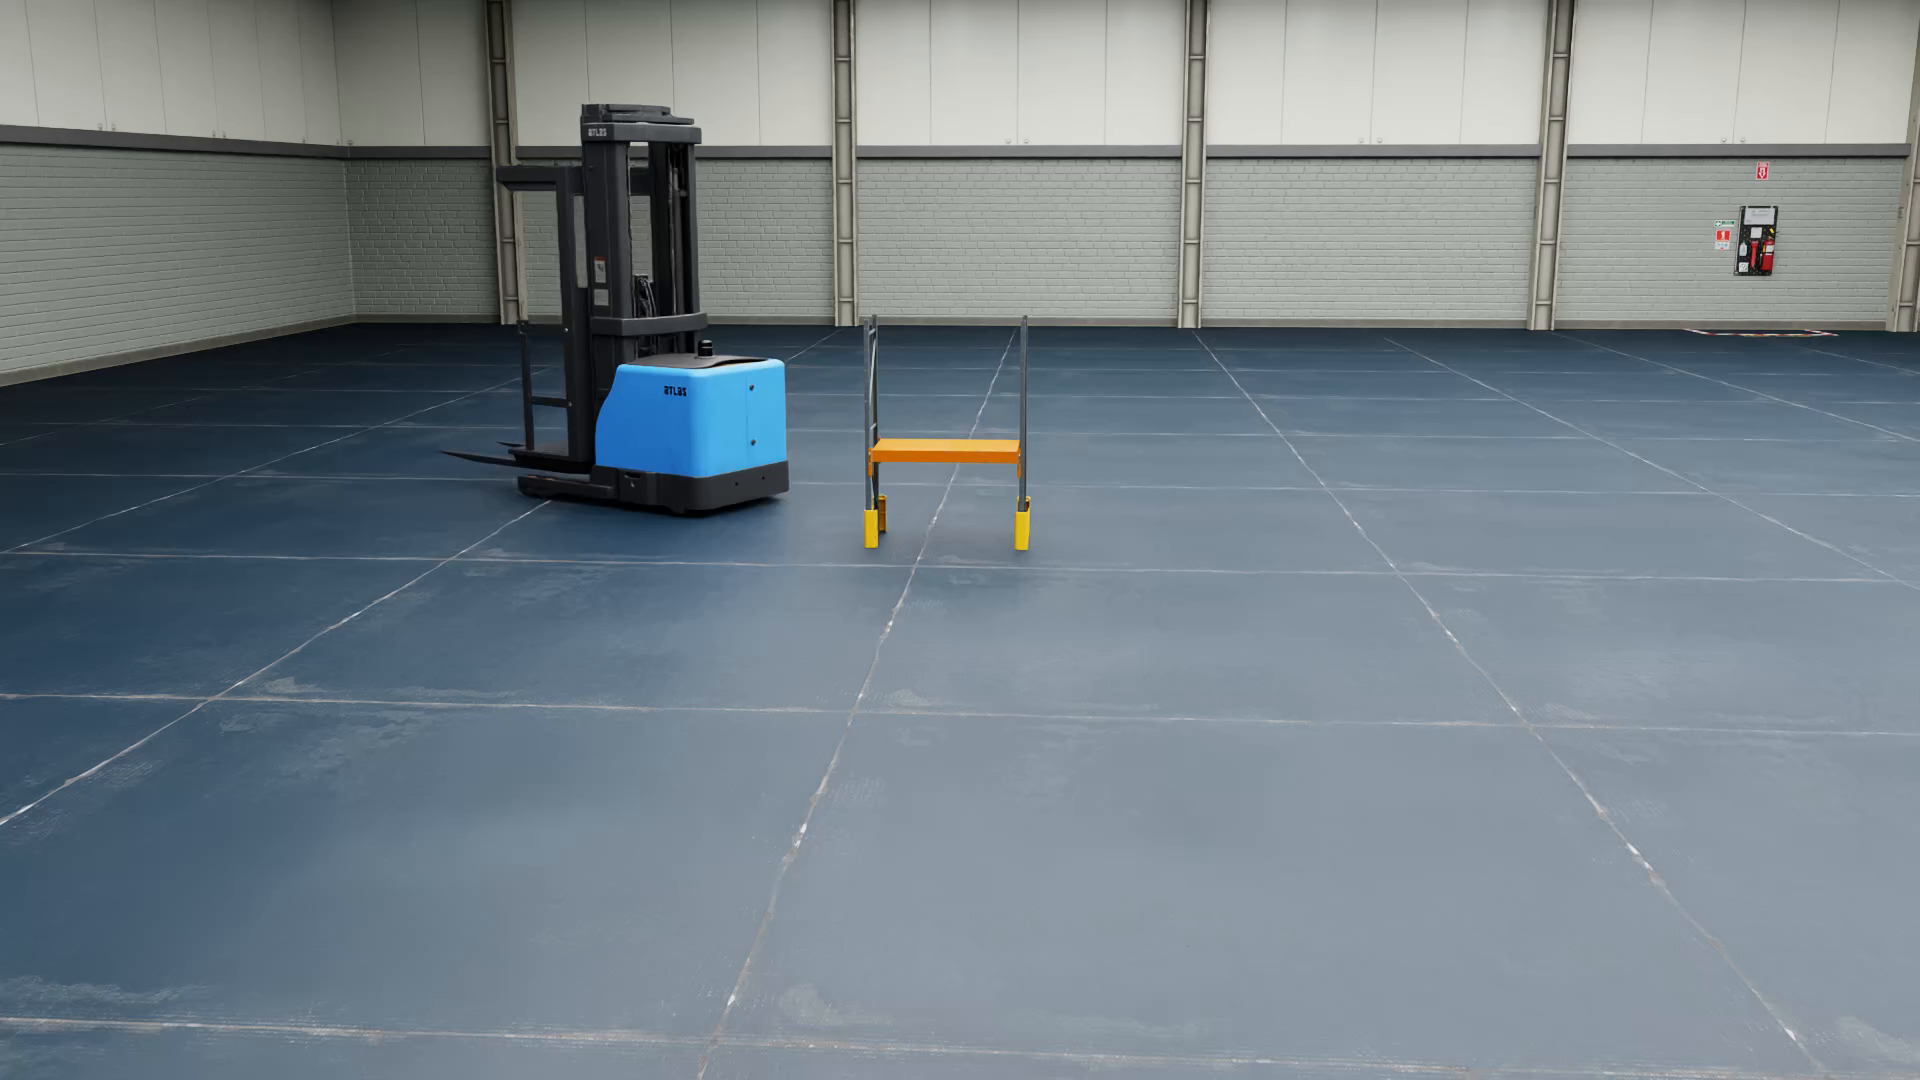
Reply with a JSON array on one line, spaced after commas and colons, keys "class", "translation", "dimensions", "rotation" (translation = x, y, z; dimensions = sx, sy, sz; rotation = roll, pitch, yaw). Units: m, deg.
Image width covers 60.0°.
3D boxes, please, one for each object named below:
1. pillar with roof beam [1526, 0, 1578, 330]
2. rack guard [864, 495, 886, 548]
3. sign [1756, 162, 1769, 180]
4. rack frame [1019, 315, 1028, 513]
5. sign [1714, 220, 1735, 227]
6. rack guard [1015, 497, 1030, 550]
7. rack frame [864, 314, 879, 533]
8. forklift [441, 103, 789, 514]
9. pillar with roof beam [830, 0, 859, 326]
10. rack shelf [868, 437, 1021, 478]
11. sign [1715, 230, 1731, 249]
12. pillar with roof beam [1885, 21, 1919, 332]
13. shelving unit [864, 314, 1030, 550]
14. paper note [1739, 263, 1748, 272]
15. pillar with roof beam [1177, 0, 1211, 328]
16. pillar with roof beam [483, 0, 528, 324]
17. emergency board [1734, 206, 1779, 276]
[{"class": "pillar with roof beam", "translation": [9.692, -7.154, 23.490], "dimensions": [0.400, 9.000, 9.100], "rotation": [1, 12, 4]}, {"class": "rack guard", "translation": [-0.573, -0.130, 11.280], "dimensions": [0.087, 0.250, 0.587], "rotation": [1, 12, 4]}, {"class": "sign", "translation": [13.502, -6.212, 27.975], "dimensions": [0.199, 0.298, 0.001], "rotation": [1, 12, 4]}, {"class": "rack frame", "translation": [0.422, -0.728, 11.087], "dimensions": [0.032, 1.500, 0.500], "rotation": [1, 12, 4]}, {"class": "sign", "translation": [12.962, -5.360, 28.185], "dimensions": [0.331, 0.109, 0.001], "rotation": [1, 12, 4]}, {"class": "rack guard", "translation": [0.421, -0.117, 11.215], "dimensions": [0.087, 0.250, 0.587], "rotation": [1, 12, 4]}, {"class": "rack frame", "translation": [-0.592, -0.742, 11.153], "dimensions": [0.032, 1.500, 0.500], "rotation": [1, 12, 4]}, {"class": "forklift", "translation": [-2.818, -1.829, 12.853], "dimensions": [3.031, 2.935, 1.130], "rotation": [8, 14, 33]}, {"class": "pillar with roof beam", "translation": [-2.281, -7.318, 24.274], "dimensions": [0.400, 9.000, 9.100], "rotation": [1, 12, 4]}, {"class": "rack shelf", "translation": [-0.085, -0.559, 11.157], "dimensions": [1.000, 0.185, 0.538], "rotation": [1, 12, 4]}, {"class": "sign", "translation": [12.958, -5.103, 28.248], "dimensions": [0.234, 0.329, 0.001], "rotation": [1, 12, 4]}, {"class": "pillar with roof beam", "translation": [15.679, -7.072, 23.097], "dimensions": [0.400, 9.000, 9.100], "rotation": [1, 12, 4]}, {"class": "shelving unit", "translation": [-0.076, -0.735, 11.119], "dimensions": [1.083, 1.500, 0.587], "rotation": [1, 12, 4]}, {"class": "paper note", "translation": [13.331, -4.642, 28.284], "dimensions": [0.142, 0.148, 0.016], "rotation": [1, 12, 4]}, {"class": "pillar with roof beam", "translation": [3.705, -7.236, 23.882], "dimensions": [0.400, 9.000, 9.100], "rotation": [1, 12, 4]}, {"class": "pillar with roof beam", "translation": [-8.268, -7.400, 24.667], "dimensions": [0.400, 9.000, 9.100], "rotation": [1, 12, 4]}, {"class": "emergency board", "translation": [13.503, -5.056, 28.115], "dimensions": [0.643, 1.169, 0.194], "rotation": [1, 12, 4]}]
